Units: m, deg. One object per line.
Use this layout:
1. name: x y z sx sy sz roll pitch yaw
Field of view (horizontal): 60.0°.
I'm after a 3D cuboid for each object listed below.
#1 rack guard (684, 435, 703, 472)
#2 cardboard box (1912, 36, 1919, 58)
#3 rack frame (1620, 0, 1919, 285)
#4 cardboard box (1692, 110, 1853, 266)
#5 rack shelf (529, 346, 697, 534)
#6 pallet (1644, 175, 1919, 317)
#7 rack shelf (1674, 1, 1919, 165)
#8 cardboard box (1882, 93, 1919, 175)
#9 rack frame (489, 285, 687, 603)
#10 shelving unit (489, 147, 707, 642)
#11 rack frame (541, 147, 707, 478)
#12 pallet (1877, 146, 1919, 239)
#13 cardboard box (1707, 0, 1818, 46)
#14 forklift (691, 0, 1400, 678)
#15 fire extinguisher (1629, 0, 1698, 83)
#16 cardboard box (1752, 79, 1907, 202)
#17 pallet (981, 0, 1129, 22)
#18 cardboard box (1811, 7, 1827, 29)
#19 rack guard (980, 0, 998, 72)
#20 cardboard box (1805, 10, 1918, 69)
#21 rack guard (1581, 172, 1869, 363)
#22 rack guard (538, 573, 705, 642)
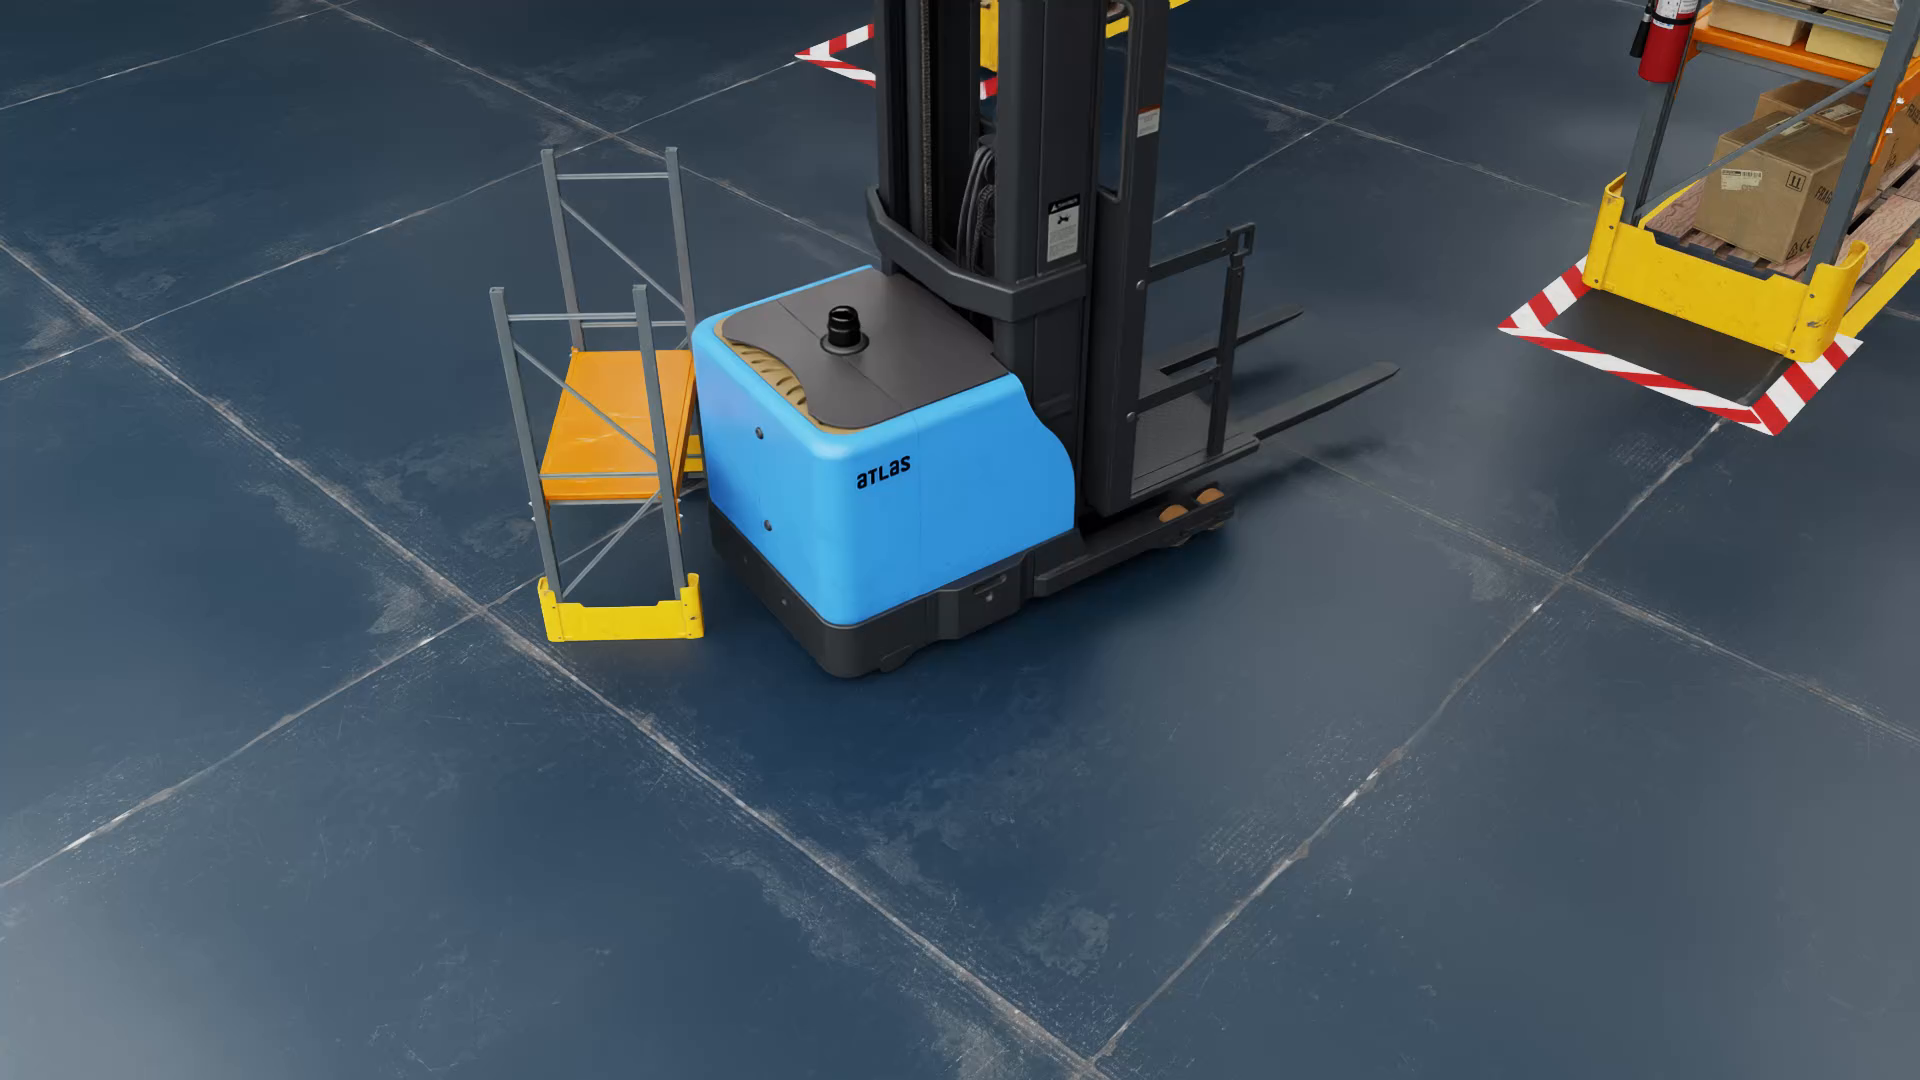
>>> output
1. rack guard: -1.299 -0.366 7.010 0.587 0.250 0.087 -1 39 -2
2. cardboard box: 4.159 -2.316 7.454 0.380 0.149 0.250 30 47 32
3. rack frame: 3.608 -2.277 7.203 1.000 3.000 0.127 30 47 32
4. cardboard box: 4.042 -1.742 8.202 0.500 0.500 0.500 -25 45 -28
5. rack shelf: -1.281 -0.399 6.336 0.538 0.185 1.000 -1 39 -2
6. pallet: 4.234 -1.578 8.565 1.003 0.211 1.213 30 47 32
7. rack shelf: 4.957 -2.914 8.582 1.077 0.370 4.000 30 47 32
8. cardboard box: 4.856 -2.311 8.917 0.500 0.500 0.500 -29 47 -32
9. rack frame: -1.263 -0.224 5.826 0.500 1.500 0.032 -1 39 -2
10. shelving unit: -1.281 -0.546 6.231 0.587 1.500 1.083 -1 39 -2
11. rack frame: -1.299 -0.856 6.622 0.500 1.500 0.032 -1 39 -2
12. pallet: 5.057 -2.136 9.267 1.003 0.211 1.213 30 47 32
13. cardboard box: 3.648 -2.396 7.555 0.380 0.149 0.250 30 47 32
14. forklift: 0.513 -1.371 6.119 3.031 2.935 1.130 -23 44 -26
15. fire extinguisher: 3.191 -2.387 7.404 0.296 0.674 0.183 30 47 32
16. cardboard box: 4.420 -2.031 8.566 0.500 0.500 0.500 -22 43 -25
17. pallet: 0.521 -3.690 11.221 1.003 0.211 1.213 30 47 32
18. cardboard box: 3.817 -2.510 7.699 0.380 0.149 0.250 30 47 32
19. rack guard: -0.031 -3.433 10.665 1.175 0.500 0.348 30 47 32
20. cardboard box: 3.976 -2.209 7.320 0.380 0.149 0.250 30 47 32
21. rack guard: 3.659 -1.333 8.025 1.175 0.500 0.348 30 47 32
22. rack guard: -1.264 0.253 6.231 0.587 0.250 0.087 -1 39 -2
